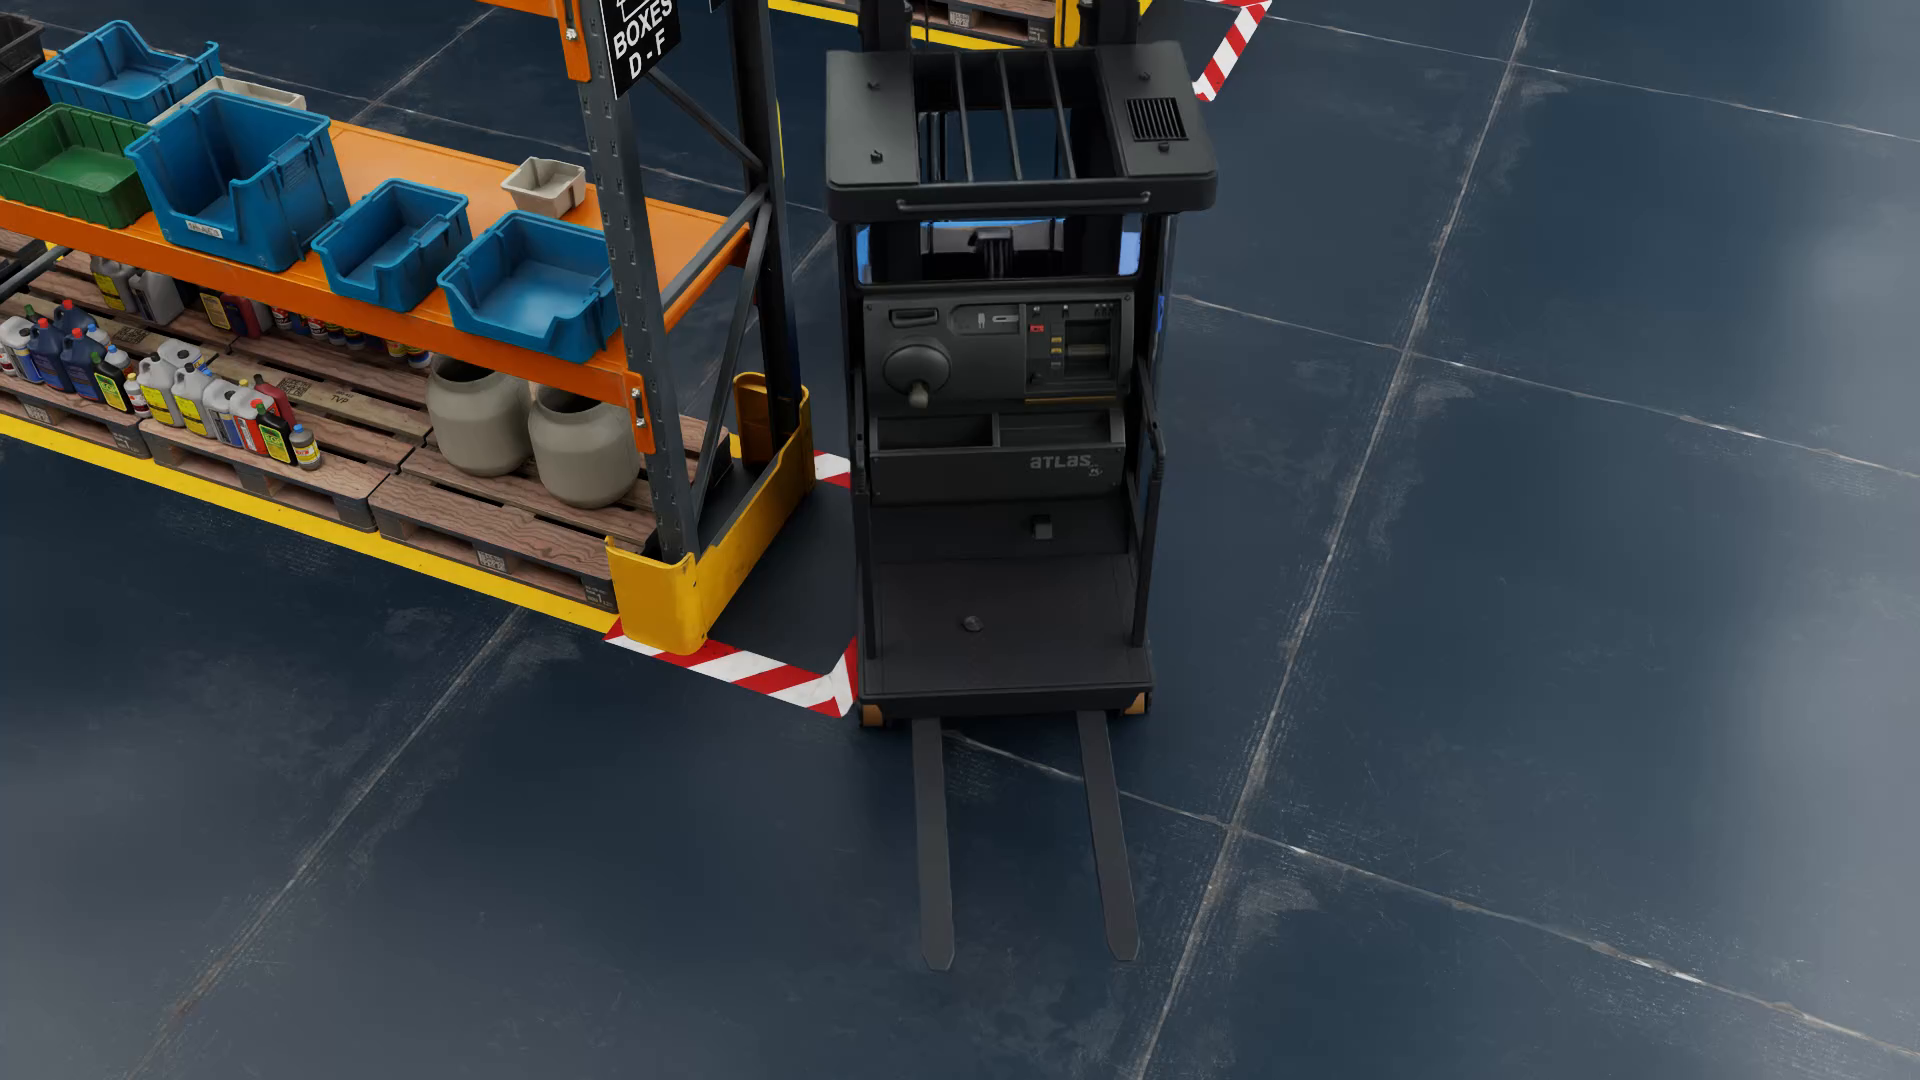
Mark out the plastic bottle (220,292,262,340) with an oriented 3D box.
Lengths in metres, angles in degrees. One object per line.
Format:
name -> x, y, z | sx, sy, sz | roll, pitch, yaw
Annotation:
plastic bottle -> -3.314, -1.061, 7.642 | 0.133, 0.283, 0.061 | 16, 47, 16

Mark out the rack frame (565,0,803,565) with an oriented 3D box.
rack frame -> -0.911, -1.025, 5.992 | 0.127, 3.000, 1.000 | 16, 47, 16

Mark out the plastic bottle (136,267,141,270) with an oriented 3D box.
plastic bottle -> -3.898, -1.341, 7.876 | 0.185, 0.351, 0.144 | 15, 47, 15

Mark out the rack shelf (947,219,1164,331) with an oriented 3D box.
rack shelf -> 0.410, -1.197, 7.483 | 1.000, 0.185, 0.538 | 3, 45, 3

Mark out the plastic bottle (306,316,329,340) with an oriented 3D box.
plastic bottle -> -2.965, -1.031, 7.671 | 0.097, 0.201, 0.097 | 0, 45, 0

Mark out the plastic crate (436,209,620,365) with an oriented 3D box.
plastic crate -> -1.488, -0.913, 5.985 | 0.616, 0.251, 0.499 | 16, 47, 16

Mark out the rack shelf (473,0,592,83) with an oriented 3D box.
rack shelf -> -2.757, -2.376, 5.734 | 4.000, 0.370, 1.077 | 16, 47, 16

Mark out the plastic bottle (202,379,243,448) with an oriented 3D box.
plastic bottle -> -3.125, -0.552, 7.137 | 0.135, 0.276, 0.152 | 15, 47, 15

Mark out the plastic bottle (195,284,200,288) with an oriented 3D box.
plastic bottle -> -3.554, -1.247, 7.830 | 0.133, 0.283, 0.061 | 19, 48, 18

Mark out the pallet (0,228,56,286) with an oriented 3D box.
pallet -> -5.343, -1.310, 8.256 | 1.213, 0.211, 1.003 | 16, 47, 16

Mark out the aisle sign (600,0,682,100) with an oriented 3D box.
aisle sign -> -0.959, -1.733, 4.861 | 0.004, 0.787, 0.394 | 16, 47, 16

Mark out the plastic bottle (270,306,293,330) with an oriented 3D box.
plastic bottle -> -3.154, -1.087, 7.727 | 0.097, 0.201, 0.097 | 0, 45, 0

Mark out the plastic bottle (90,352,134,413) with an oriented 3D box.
plastic bottle -> -3.707, -0.691, 7.271 | 0.133, 0.283, 0.061 | 18, 48, 18

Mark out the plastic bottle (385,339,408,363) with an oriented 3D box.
plastic bottle -> -2.560, -0.912, 7.551 | 0.097, 0.201, 0.097 | 0, 45, 0

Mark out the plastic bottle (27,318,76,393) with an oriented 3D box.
plastic bottle -> -4.018, -0.839, 7.371 | 0.185, 0.351, 0.144 | 18, 47, 17

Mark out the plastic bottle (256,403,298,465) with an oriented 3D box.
plastic bottle -> -2.890, -0.451, 7.029 | 0.133, 0.283, 0.061 | 17, 47, 17

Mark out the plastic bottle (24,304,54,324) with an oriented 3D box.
plastic bottle -> -4.128, -0.932, 7.512 | 0.133, 0.283, 0.061 | 16, 47, 16

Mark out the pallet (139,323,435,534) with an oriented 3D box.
pallet -> -2.869, -0.583, 7.525 | 1.213, 0.211, 1.003 | 16, 47, 16

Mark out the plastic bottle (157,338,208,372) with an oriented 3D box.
plastic bottle -> -3.417, -0.749, 7.334 | 0.135, 0.276, 0.152 | 16, 47, 16

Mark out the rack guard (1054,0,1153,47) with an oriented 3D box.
rack guard -> 0.925, -3.383, 10.135 | 0.348, 0.500, 1.175 | 16, 47, 16

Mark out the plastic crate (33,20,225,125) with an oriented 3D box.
plastic crate -> -3.477, -1.934, 7.012 | 0.616, 0.251, 0.499 | 16, 47, 16

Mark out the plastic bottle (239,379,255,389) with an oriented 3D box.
plastic bottle -> -3.094, -0.612, 7.250 | 0.097, 0.201, 0.097 | 0, 45, 0

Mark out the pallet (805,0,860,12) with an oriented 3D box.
pallet -> -0.933, -3.857, 10.816 | 1.213, 0.211, 1.003 | 16, 47, 16

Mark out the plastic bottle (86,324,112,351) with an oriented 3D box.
plastic bottle -> -3.837, -0.850, 7.439 | 0.097, 0.271, 0.097 | 0, 45, 0

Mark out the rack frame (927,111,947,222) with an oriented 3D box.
rack frame -> -0.096, -1.355, 7.387 | 0.032, 1.500, 0.500 | 3, 45, 3

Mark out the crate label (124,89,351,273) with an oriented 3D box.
crate label -> -2.714, -1.361, 6.305 | 0.616, 0.435, 0.502 | 16, 47, 16

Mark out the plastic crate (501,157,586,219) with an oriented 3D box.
plastic crate -> -1.613, -1.384, 6.540 | 0.250, 0.136, 0.298 | 16, 47, 16

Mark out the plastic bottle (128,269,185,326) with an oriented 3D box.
plastic bottle -> -3.754, -1.159, 7.746 | 0.135, 0.276, 0.152 | 16, 47, 16

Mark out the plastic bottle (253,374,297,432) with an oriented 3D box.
plastic bottle -> -2.957, -0.587, 7.166 | 0.133, 0.283, 0.061 | 16, 47, 16

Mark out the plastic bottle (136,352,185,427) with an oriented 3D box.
plastic bottle -> -3.451, -0.672, 7.204 | 0.185, 0.351, 0.144 | 16, 47, 16

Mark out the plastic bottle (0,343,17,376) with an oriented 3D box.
plastic bottle -> -4.290, -0.848, 7.486 | 0.097, 0.201, 0.097 | 0, 45, 0

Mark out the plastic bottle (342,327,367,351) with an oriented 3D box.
plastic bottle -> -2.781, -1.002, 7.592 | 0.097, 0.271, 0.097 | 0, 45, 0

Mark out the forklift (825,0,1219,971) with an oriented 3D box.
forklift -> 0.149, -0.569, 5.583 | 1.130, 2.935, 3.031 | -2, 45, -2

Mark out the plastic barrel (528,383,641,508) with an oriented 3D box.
plastic barrel -> -1.548, -0.421, 6.851 | 0.421, 0.512, 0.421 | 0, 45, 0

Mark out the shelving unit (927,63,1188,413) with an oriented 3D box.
shelving unit -> 0.410, -1.324, 7.356 | 1.048, 1.500, 0.538 | 3, 45, 3
